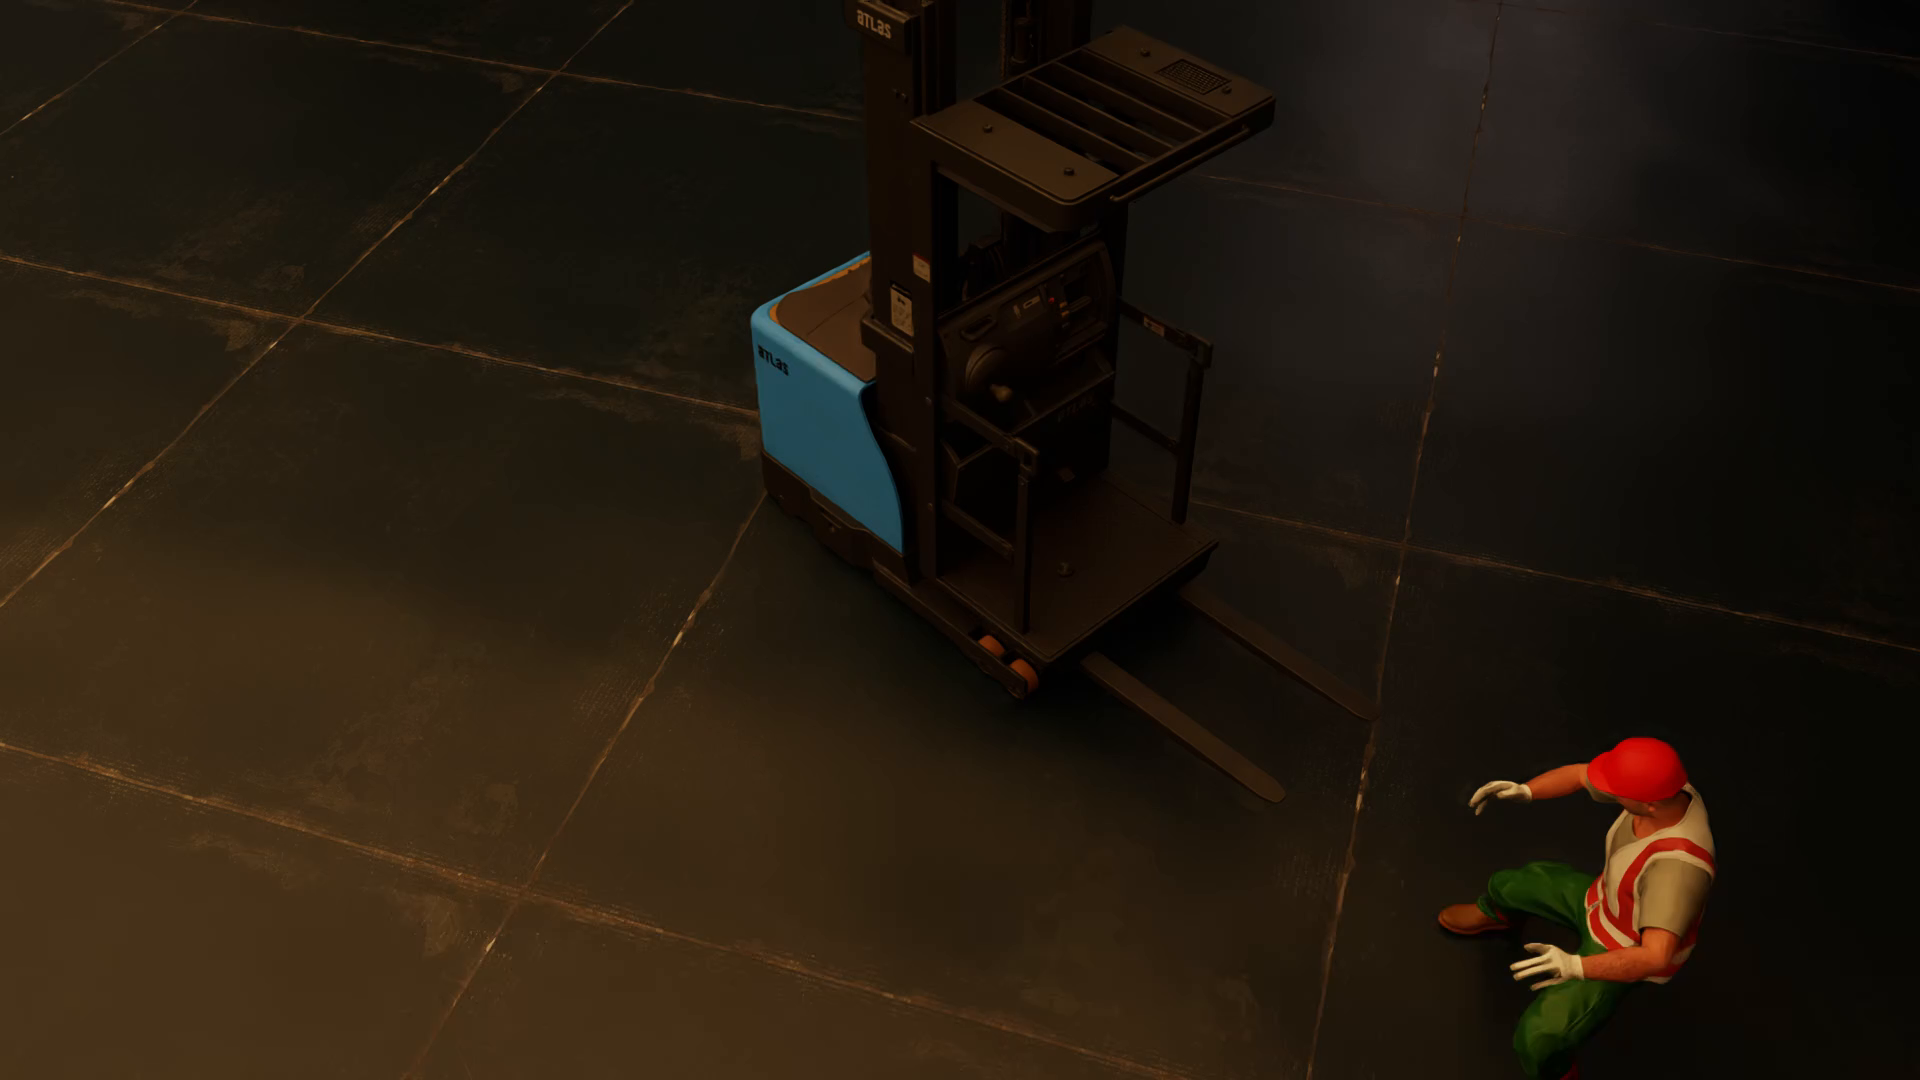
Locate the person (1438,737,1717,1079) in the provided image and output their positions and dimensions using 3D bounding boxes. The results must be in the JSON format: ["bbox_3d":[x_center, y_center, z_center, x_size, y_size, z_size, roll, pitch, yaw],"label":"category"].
[{"bbox_3d":[1.986,1.214,5.407,0.738,1.544,1.103,8,44,8],"label":"person"}]

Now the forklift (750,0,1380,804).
[{"bbox_3d":[0.429,-0.797,6.545,1.130,2.935,3.031,-33,52,-30],"label":"forklift"}]
